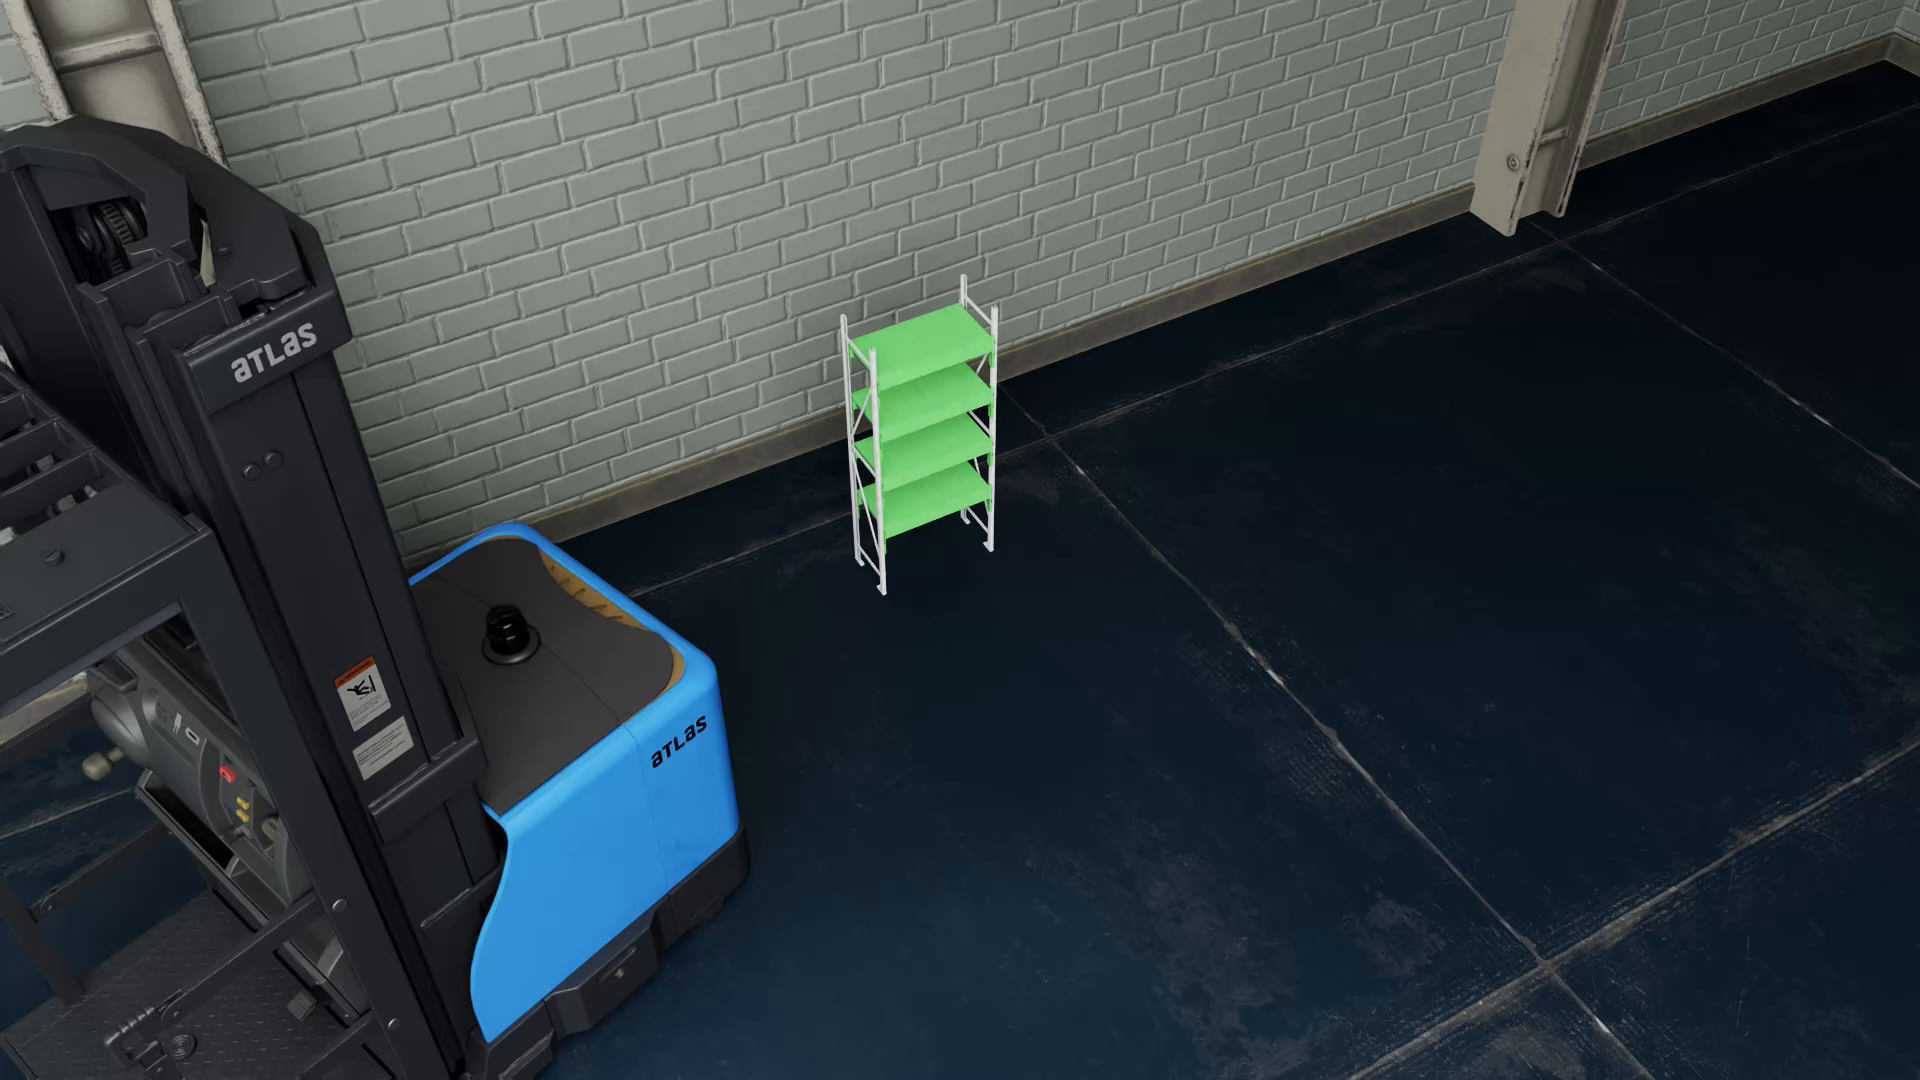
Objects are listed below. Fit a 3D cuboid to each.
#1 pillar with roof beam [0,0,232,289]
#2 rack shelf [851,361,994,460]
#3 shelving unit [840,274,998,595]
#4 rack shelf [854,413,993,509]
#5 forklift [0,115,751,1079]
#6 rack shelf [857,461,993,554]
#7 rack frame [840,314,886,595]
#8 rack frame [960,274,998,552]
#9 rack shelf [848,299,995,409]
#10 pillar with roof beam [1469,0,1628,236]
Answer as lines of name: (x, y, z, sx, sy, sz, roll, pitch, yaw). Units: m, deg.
pillar with roof beam: (-0.229, -0.225, 0.521, 0.400, 9.000, 9.100, -22, 48, -21)
rack shelf: (-0.144, -0.499, 6.150, 0.480, 0.148, 0.258, -22, 48, -21)
shelving unit: (-0.144, -0.373, 6.273, 0.503, 1.200, 0.258, -22, 48, -21)
rack shelf: (-0.144, -0.327, 6.317, 0.480, 0.148, 0.258, -22, 48, -21)
forklift: (-2.045, 0.629, 3.997, 1.130, 2.935, 3.031, 31, 52, 28)
rack shelf: (-0.144, -0.155, 6.485, 0.480, 0.148, 0.258, -22, 48, -21)
rack frame: (-0.355, -0.288, 6.186, 0.015, 1.200, 0.240, -22, 48, -21)
rack frame: (0.068, -0.458, 6.360, 0.015, 1.200, 0.240, -22, 48, -21)
rack shelf: (-0.144, -0.672, 5.983, 0.480, 0.148, 0.258, -22, 48, -21)
pillar with roof beam: (4.973, -2.307, 2.666, 0.400, 9.000, 9.100, -22, 48, -21)
